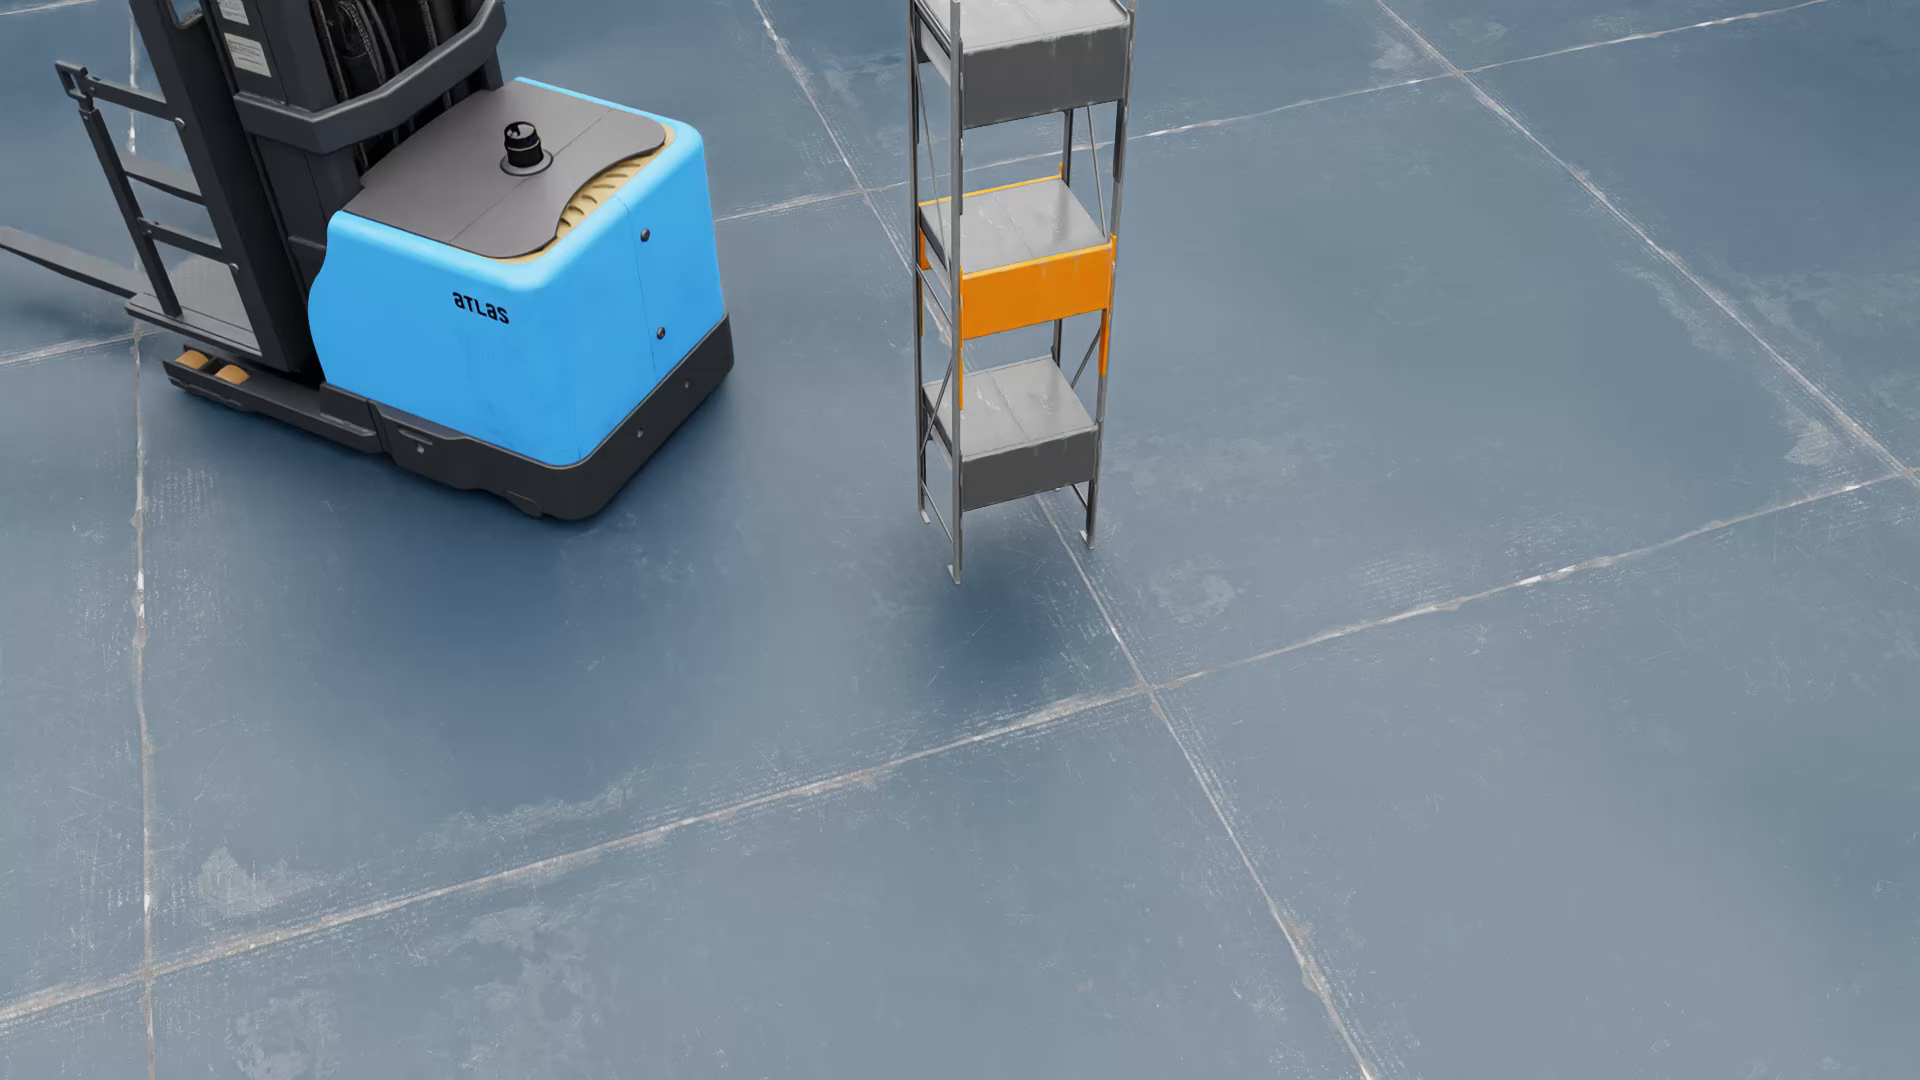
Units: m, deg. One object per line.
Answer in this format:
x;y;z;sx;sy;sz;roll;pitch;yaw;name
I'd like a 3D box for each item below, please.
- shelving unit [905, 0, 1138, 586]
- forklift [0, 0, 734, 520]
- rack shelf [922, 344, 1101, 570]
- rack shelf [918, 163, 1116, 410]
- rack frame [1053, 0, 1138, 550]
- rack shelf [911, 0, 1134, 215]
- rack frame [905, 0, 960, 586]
0.156;-0.781;5.046;0.503;2.100;0.431;-14;47;-14;shelving unit
-2.411;-1.837;5.512;3.031;2.935;1.130;19;48;18;forklift
0.156;-0.277;5.551;0.480;0.518;0.431;-14;47;-14;rack shelf
0.156;-0.771;5.056;0.480;0.518;0.431;-14;47;-14;rack shelf
0.385;-0.840;5.104;0.015;2.100;0.400;-14;47;-14;rack frame
0.156;-1.266;4.560;0.480;0.518;0.431;-14;47;-14;rack shelf
-0.074;-0.722;4.987;0.015;2.100;0.400;-14;47;-14;rack frame
